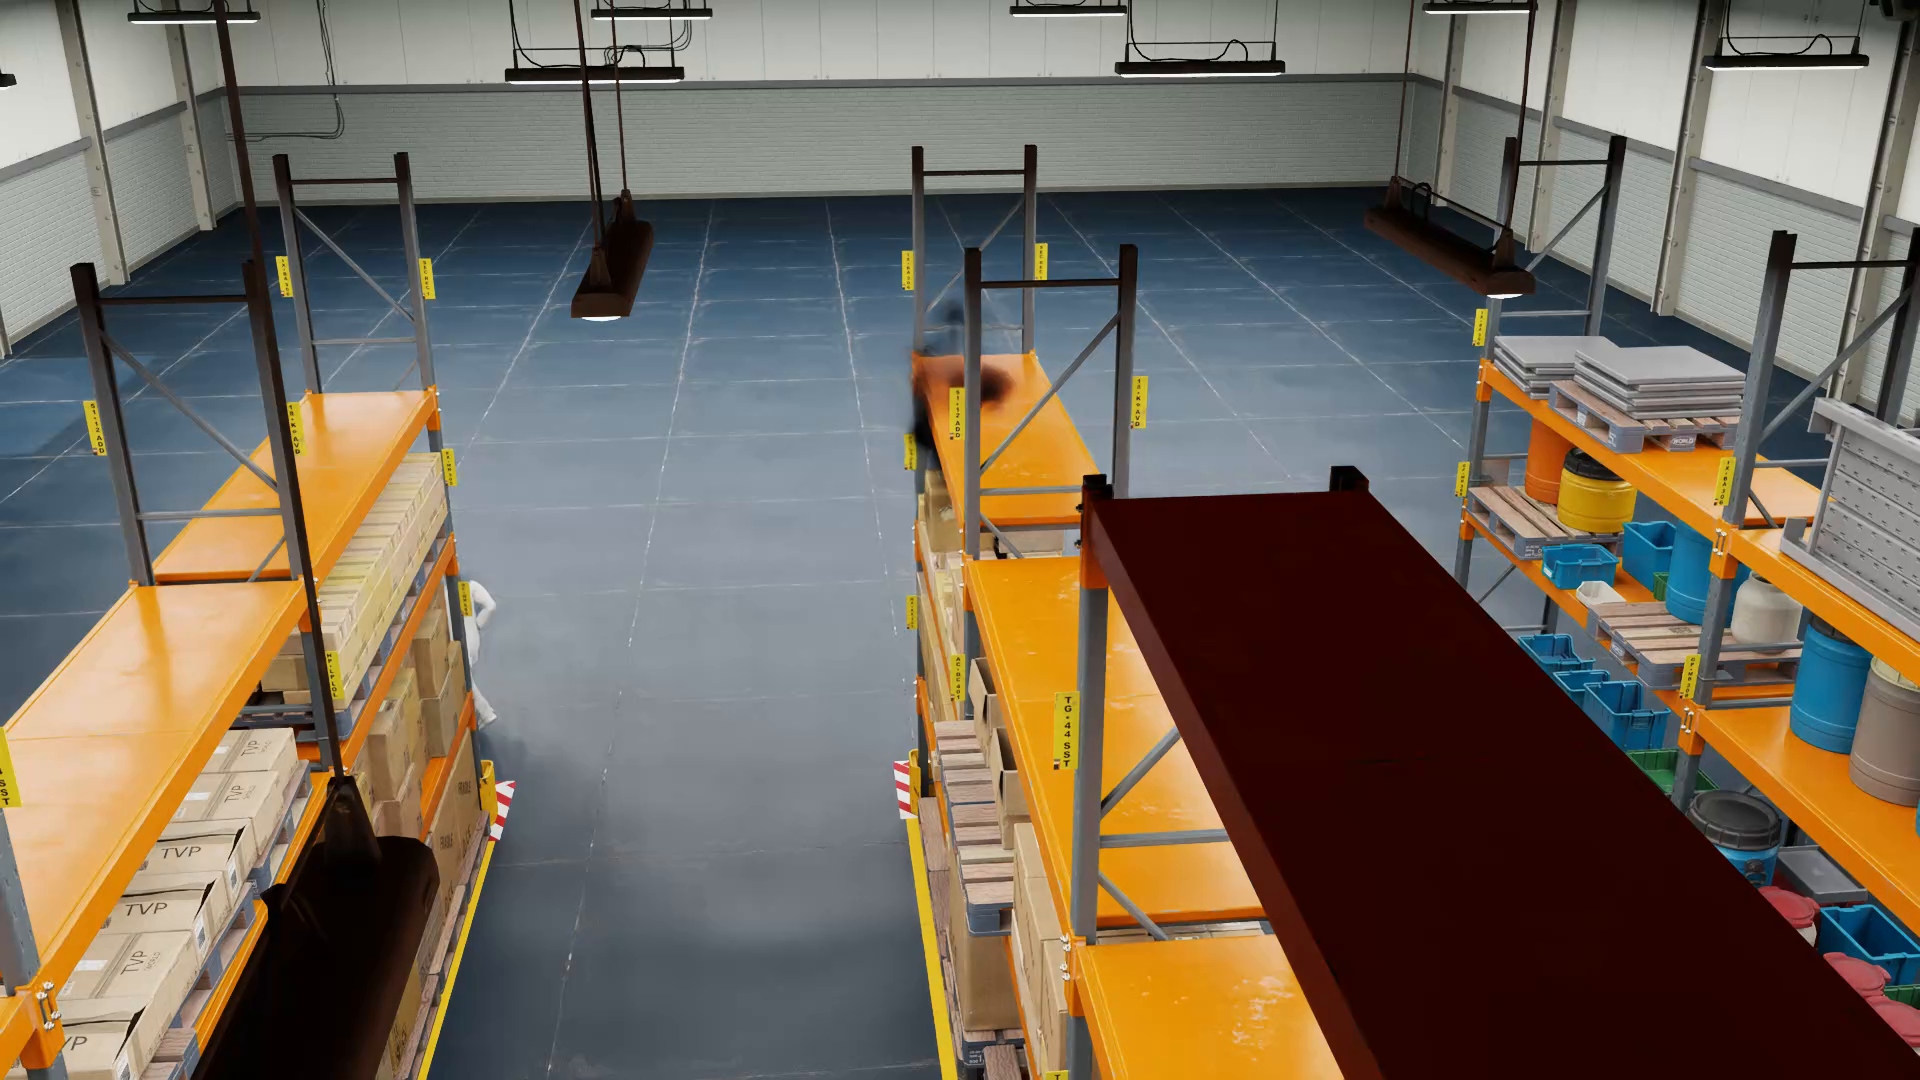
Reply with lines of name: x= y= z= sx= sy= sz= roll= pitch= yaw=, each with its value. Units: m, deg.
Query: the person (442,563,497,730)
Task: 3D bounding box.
person: x=-4.946 y=1.178 z=16.550 sx=0.717 sy=1.614 sz=0.920 roll=-19 pitch=29 yaw=-40
